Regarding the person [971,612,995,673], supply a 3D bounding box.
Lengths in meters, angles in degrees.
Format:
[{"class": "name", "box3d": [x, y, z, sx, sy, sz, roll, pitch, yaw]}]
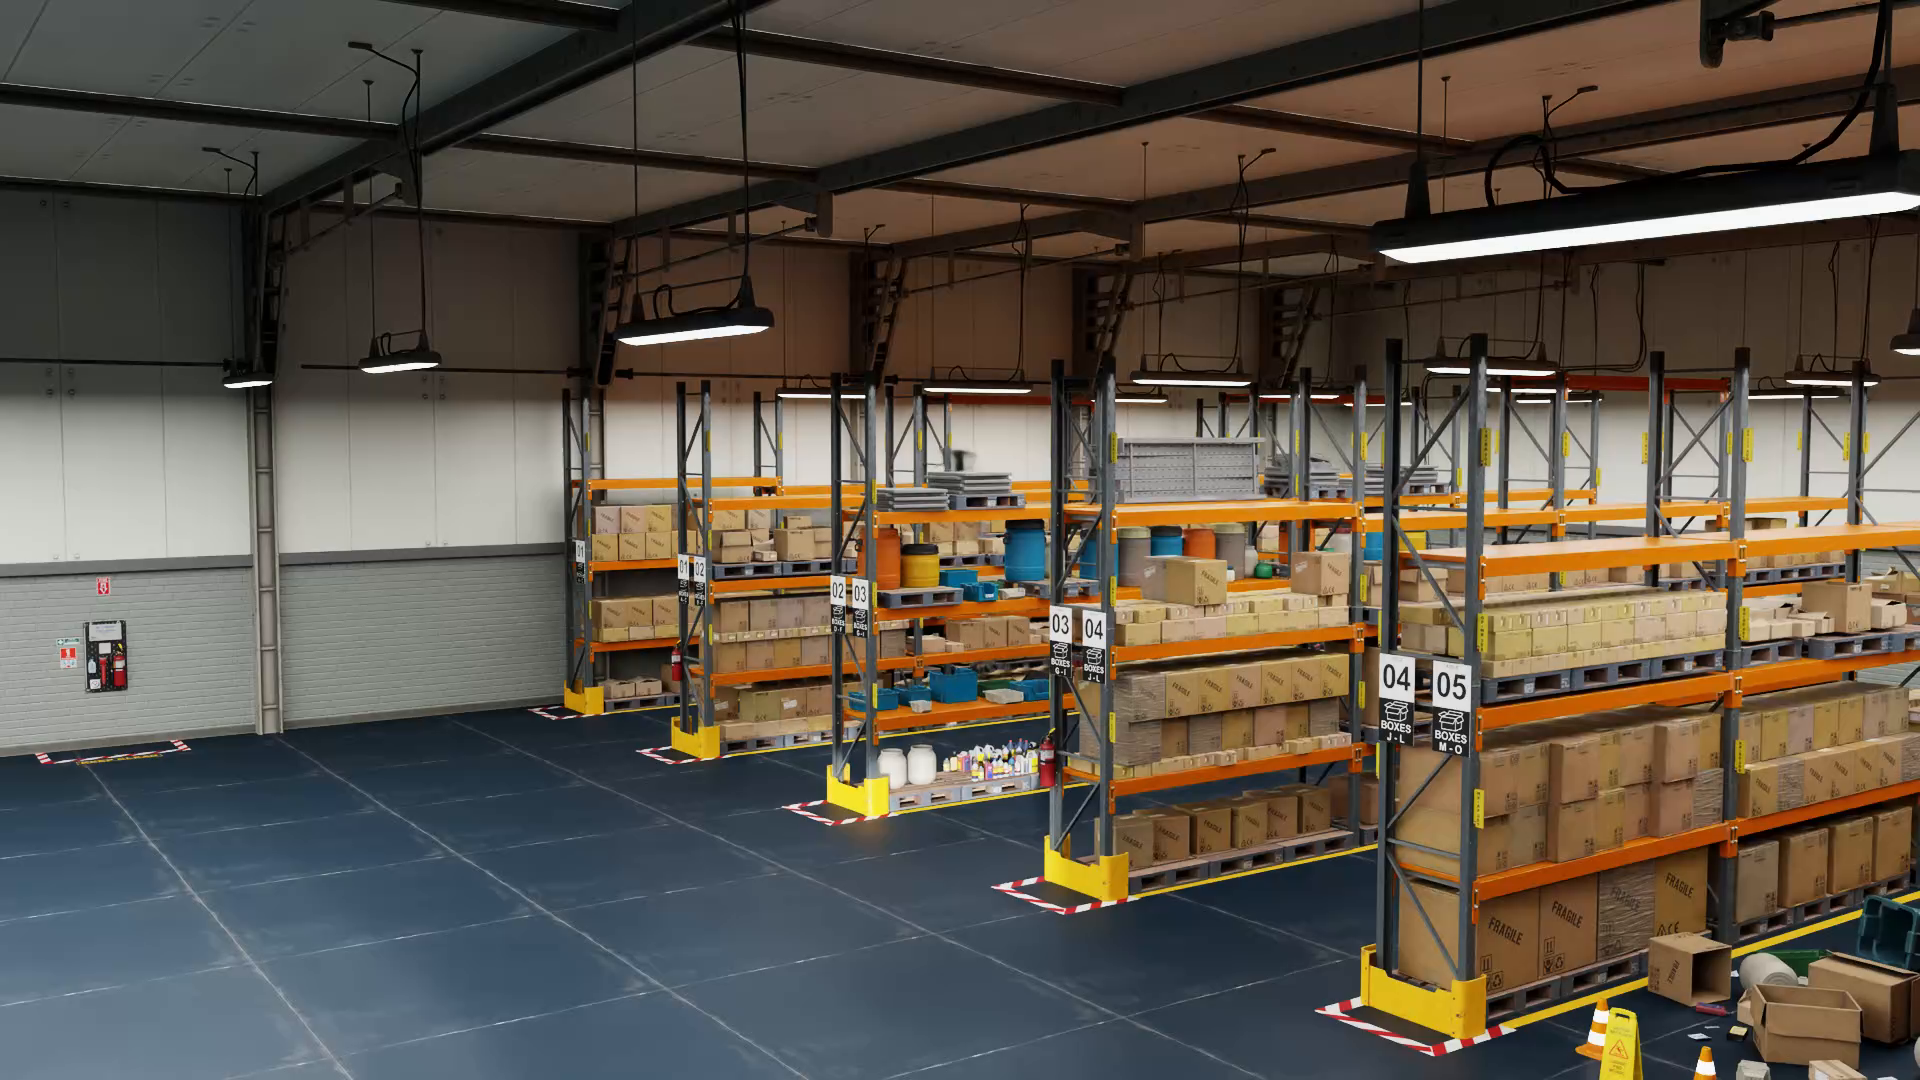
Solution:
[{"class": "person", "box3d": [0.485, 2.183, 33.340, 0.587, 1.718, 0.685, 4, 5, 45]}]
